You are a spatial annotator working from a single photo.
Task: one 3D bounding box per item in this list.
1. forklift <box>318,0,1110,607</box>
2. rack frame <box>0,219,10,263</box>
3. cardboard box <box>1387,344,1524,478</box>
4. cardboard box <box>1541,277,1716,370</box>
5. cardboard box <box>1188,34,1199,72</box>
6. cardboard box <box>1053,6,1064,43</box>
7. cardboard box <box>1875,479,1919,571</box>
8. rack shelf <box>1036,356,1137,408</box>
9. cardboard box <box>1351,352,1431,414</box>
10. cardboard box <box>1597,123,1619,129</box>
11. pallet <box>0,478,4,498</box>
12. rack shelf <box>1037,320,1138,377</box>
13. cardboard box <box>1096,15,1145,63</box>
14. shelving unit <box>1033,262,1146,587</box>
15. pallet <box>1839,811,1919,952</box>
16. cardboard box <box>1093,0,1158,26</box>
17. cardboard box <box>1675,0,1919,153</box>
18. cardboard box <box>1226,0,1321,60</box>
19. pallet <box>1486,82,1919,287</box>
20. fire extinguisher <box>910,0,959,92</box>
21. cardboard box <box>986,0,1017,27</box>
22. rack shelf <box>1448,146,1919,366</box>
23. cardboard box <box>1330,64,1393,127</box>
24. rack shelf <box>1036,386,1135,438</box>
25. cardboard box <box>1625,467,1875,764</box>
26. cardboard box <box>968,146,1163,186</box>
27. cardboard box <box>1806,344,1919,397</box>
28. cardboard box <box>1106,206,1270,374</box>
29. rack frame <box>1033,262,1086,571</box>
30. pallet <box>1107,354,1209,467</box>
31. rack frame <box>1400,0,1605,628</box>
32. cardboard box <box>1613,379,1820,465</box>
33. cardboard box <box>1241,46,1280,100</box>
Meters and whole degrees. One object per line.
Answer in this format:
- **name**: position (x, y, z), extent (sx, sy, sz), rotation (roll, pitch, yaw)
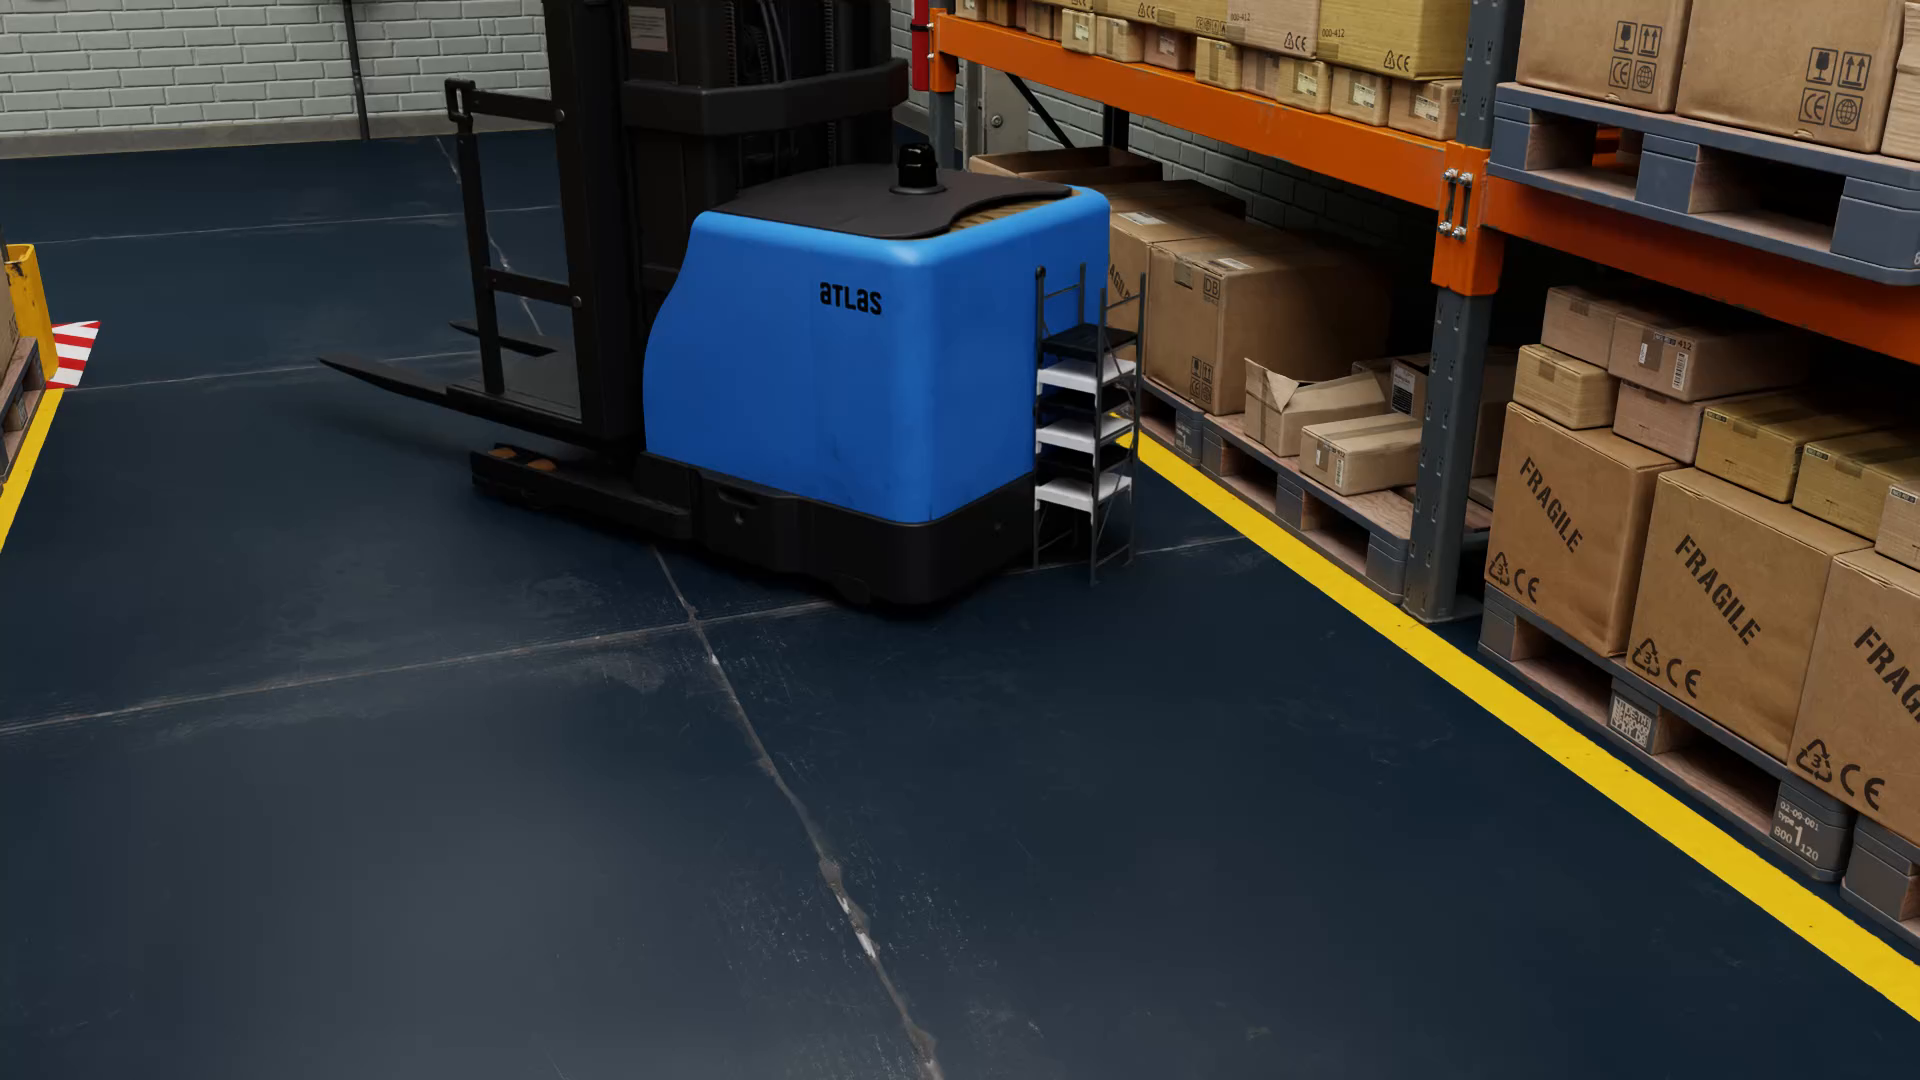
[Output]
- **forklift**: position (-1.024, -1.598, 5.268), extent (3.031, 2.935, 1.130), rotation (16, 28, 33)
- **rack frame**: position (-4.301, -1.999, 6.130), extent (1.000, 3.000, 0.127), rotation (-8, 24, -19)
- **cardboard box**: position (1.742, -0.455, 5.388), extent (0.500, 0.311, 0.500), rotation (-7, 24, -17)
- **cardboard box**: position (1.689, -0.547, 4.144), extent (0.380, 0.149, 0.250), rotation (-9, 24, -20)
- **cardboard box**: position (1.008, -1.673, 5.680), extent (0.380, 0.149, 0.250), rotation (-8, 24, -18)
- **cardboard box**: position (0.590, -2.035, 6.540), extent (0.380, 0.149, 0.250), rotation (-8, 24, -18)
- **cardboard box**: position (2.067, -0.026, 3.292), extent (0.380, 0.149, 0.250), rotation (-8, 24, -19)
- **rack shelf**: position (0.376, -0.471, 4.831), extent (0.200, 0.077, 0.258), rotation (16, 28, 33)
- **cardboard box**: position (1.589, -0.537, 5.793), extent (0.380, 0.149, 0.250), rotation (-9, 24, -20)
- **cardboard box**: position (1.891, -1.271, 4.728), extent (0.380, 0.149, 0.250), rotation (-8, 24, -19)
- **pallet**: position (-3.518, 0.009, 4.957), extent (1.003, 0.211, 1.213), rotation (-8, 24, -19)
- **rack shelf**: position (0.376, -0.554, 4.796), extent (0.200, 0.077, 0.258), rotation (16, 28, 33)
- **cardboard box**: position (0.721, -1.840, 6.078), extent (0.380, 0.149, 0.250), rotation (-8, 24, -18)
- **shelving unit**: position (0.376, -0.336, 4.888), extent (0.210, 0.900, 0.258), rotation (16, 28, 33)
- **pallet**: position (2.512, 0.792, 3.100), extent (1.003, 0.211, 1.213), rotation (-8, 24, -19)
- **cardboard box**: position (0.810, -1.997, 5.937), extent (0.500, 0.250, 0.500), rotation (-9, 24, -20)
- **cardboard box**: position (1.899, -1.073, 3.263), extent (0.700, 0.500, 0.500), rotation (-8, 24, -18)
- **cardboard box**: position (1.155, -1.627, 5.058), extent (0.500, 0.250, 0.500), rotation (-8, 24, -19)
- **pallet**: position (1.934, -0.834, 3.613), extent (1.003, 0.211, 1.213), rotation (-8, 24, -19)
- **fire extinguisher**: position (-0.143, -2.464, 7.813), extent (0.296, 0.674, 0.183), rotation (-8, 24, -19)
- **cardboard box**: position (0.334, -2.322, 7.221), extent (0.380, 0.149, 0.250), rotation (-8, 24, -18)
- **rack shelf**: position (2.461, -0.169, 2.716), extent (1.077, 0.370, 4.000), rotation (-8, 24, -19)
- **cardboard box**: position (1.293, -1.285, 4.759), extent (0.380, 0.149, 0.250), rotation (-8, 24, -18)
- **rack shelf**: position (0.376, -0.388, 4.866), extent (0.200, 0.077, 0.258), rotation (16, 28, 33)
- **cardboard box**: position (1.912, 0.130, 3.758), extent (0.500, 0.500, 0.500), rotation (-9, 24, -20)
- **cardboard box**: position (0.469, -1.489, 7.594), extent (0.797, 0.503, 0.637), rotation (-9, 25, -21)
- **cardboard box**: position (2.252, -0.379, 4.130), extent (0.380, 0.149, 0.250), rotation (-8, 24, -19)
- **cardboard box**: position (0.827, -0.966, 6.357), extent (0.500, 0.500, 0.500), rotation (-8, 24, -18)
- **rack frame**: position (0.294, -0.359, 4.943), extent (0.006, 0.900, 0.240), rotation (16, 28, 33)
- **pallet**: position (1.078, -0.636, 6.488), extent (1.003, 0.211, 1.213), rotation (-8, 24, -19)
- **rack frame**: position (1.754, -1.228, 4.300), extent (1.000, 3.000, 0.127), rotation (-8, 24, -19)
- **cardboard box**: position (1.802, -0.311, 3.969), extent (0.380, 0.149, 0.250), rotation (-9, 24, -20)
- **cardboard box**: position (1.111, -1.475, 5.210), extent (0.380, 0.149, 0.250), rotation (-8, 24, -18)
